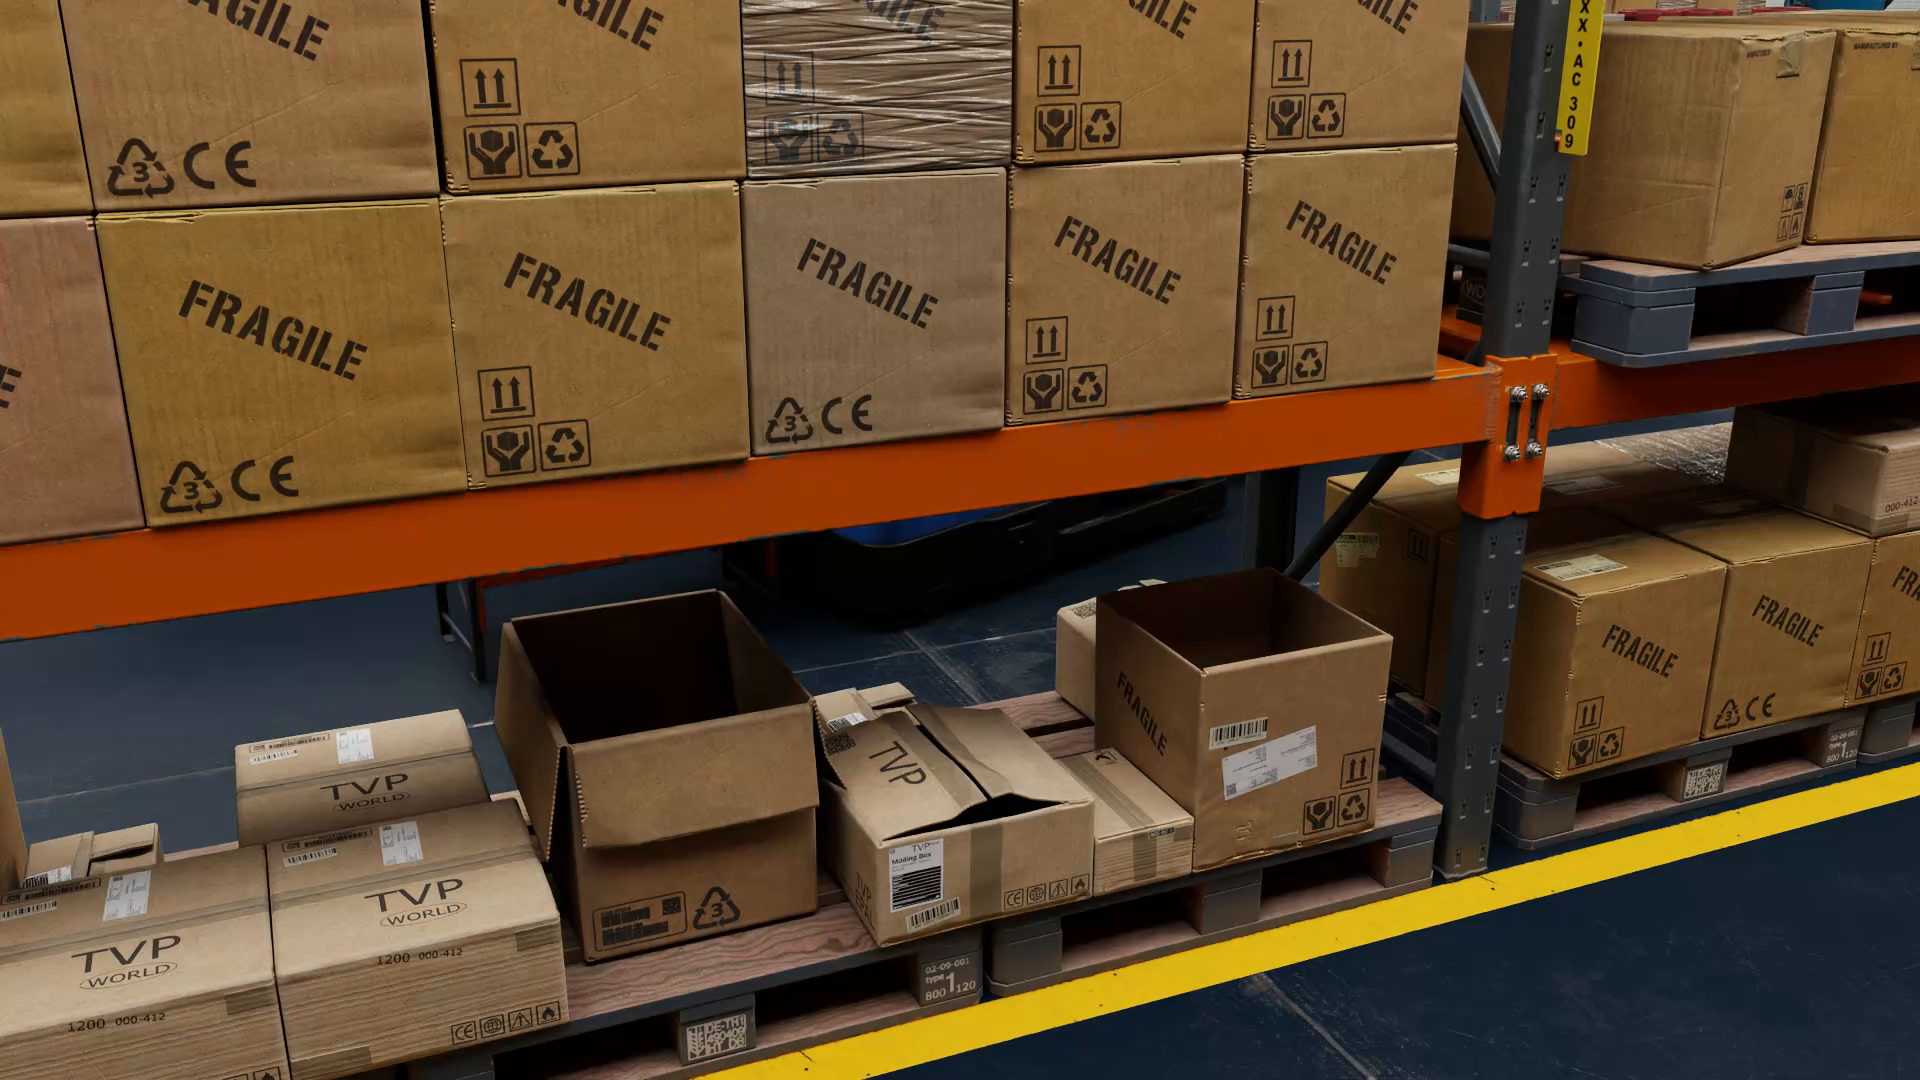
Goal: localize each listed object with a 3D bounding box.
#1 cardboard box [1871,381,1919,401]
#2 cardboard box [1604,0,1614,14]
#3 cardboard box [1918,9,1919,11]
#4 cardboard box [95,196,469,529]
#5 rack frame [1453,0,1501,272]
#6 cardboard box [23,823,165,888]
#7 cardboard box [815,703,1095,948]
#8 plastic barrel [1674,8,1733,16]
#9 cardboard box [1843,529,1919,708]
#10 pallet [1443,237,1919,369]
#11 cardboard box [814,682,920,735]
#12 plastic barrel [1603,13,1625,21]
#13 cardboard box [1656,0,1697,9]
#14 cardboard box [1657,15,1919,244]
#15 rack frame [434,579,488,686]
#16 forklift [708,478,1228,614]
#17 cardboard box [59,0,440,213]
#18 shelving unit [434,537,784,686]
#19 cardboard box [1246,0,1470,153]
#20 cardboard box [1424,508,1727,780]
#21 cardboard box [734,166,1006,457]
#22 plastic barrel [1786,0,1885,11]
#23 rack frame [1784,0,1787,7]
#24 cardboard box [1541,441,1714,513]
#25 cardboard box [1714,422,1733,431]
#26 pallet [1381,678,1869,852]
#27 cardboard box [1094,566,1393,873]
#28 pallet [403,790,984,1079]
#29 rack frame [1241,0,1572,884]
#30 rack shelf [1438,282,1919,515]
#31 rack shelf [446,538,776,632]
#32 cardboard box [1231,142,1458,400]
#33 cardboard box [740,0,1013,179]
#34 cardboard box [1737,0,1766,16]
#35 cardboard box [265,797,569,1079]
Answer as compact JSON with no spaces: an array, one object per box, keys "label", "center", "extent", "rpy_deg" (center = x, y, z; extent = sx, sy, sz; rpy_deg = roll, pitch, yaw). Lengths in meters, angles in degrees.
[{"label":"cardboard box","center":[2.982,-0.295,4.816],"extent":[0.500,0.250,0.500],"rpy_deg":[-9,21,-23]},{"label":"cardboard box","center":[5.818,-5.179,16.117],"extent":[0.500,0.500,0.875],"rpy_deg":[-8,21,-22]},{"label":"cardboard box","center":[3.287,-1.318,4.967],"extent":[0.500,0.500,0.700],"rpy_deg":[-4,20,-12]},{"label":"cardboard box","center":[-1.164,-0.360,2.876],"extent":[0.500,0.500,0.500],"rpy_deg":[-8,21,-22]},{"label":"rack frame","center":[2.777,-2.763,9.854],"extent":[0.127,3.000,1.000],"rpy_deg":[-8,21,-22]},{"label":"cardboard box","center":[-1.801,0.757,3.461],"extent":[0.250,0.166,0.380],"rpy_deg":[-8,21,-22]},{"label":"cardboard box","center":[-0.036,0.595,3.702],"extent":[0.500,0.311,0.500],"rpy_deg":[-8,21,-22]},{"label":"plastic barrel","center":[4.811,-3.198,10.884],"extent":[0.433,0.535,0.433],"rpy_deg":[0,19,0]},{"label":"cardboard box","center":[2.551,0.119,4.769],"extent":[0.500,0.500,0.500],"rpy_deg":[-8,21,-21]},{"label":"pallet","center":[1.840,-0.707,4.304],"extent":[1.213,0.211,1.003],"rpy_deg":[-8,21,-22]},{"label":"cardboard box","center":[-0.198,0.509,4.164],"extent":[0.250,0.166,0.380],"rpy_deg":[-8,21,-22]},{"label":"plastic barrel","center":[4.024,-3.072,10.562],"extent":[0.421,0.512,0.421],"rpy_deg":[0,19,0]},{"label":"cardboard box","center":[6.757,-5.295,16.444],"extent":[0.500,0.500,0.875],"rpy_deg":[-8,21,-22]},{"label":"cardboard box","center":[2.193,-1.075,4.276],"extent":[0.500,0.500,0.700],"rpy_deg":[-5,20,-13]},{"label":"rack frame","center":[-1.624,-0.146,5.243],"extent":[0.032,1.125,0.500],"rpy_deg":[-11,22,-28]},{"label":"forklift","center":[0.446,-1.530,6.454],"extent":[3.031,2.935,1.130],"rpy_deg":[-18,26,-42]},{"label":"cardboard box","center":[-1.160,-0.832,2.712],"extent":[0.500,0.500,0.500],"rpy_deg":[-8,21,-21]},{"label":"shelving unit","center":[-1.185,-0.231,5.484],"extent":[1.048,1.125,0.538],"rpy_deg":[-11,22,-28]},{"label":"cardboard box","center":[0.701,-1.099,3.472],"extent":[0.500,0.500,0.500],"rpy_deg":[-8,21,-22]},{"label":"cardboard box","center":[1.604,0.256,4.379],"extent":[0.500,0.500,0.500],"rpy_deg":[-9,21,-24]},{"label":"cardboard box","center":[-0.238,-0.493,3.254],"extent":[0.500,0.500,0.500],"rpy_deg":[-8,21,-21]},{"label":"plastic barrel","center":[5.975,-3.568,11.383],"extent":[0.708,0.901,0.600],"rpy_deg":[-8,21,-22]},{"label":"rack frame","center":[8.161,-5.326,17.132],"extent":[0.127,3.000,1.000],"rpy_deg":[-8,21,-22]},{"label":"cardboard box","center":[1.860,0.031,5.020],"extent":[0.500,0.500,0.500],"rpy_deg":[-8,21,-22]},{"label":"cardboard box","center":[2.786,-0.103,5.399],"extent":[0.500,0.500,0.500],"rpy_deg":[-9,21,-24]},{"label":"pallet","center":[1.795,0.471,4.867],"extent":[1.213,0.211,1.003],"rpy_deg":[-8,21,-22]},{"label":"cardboard box","center":[0.652,0.407,3.951],"extent":[0.500,0.500,0.500],"rpy_deg":[-8,21,-22]},{"label":"pallet","center":[-0.690,0.841,3.816],"extent":[1.213,0.211,1.003],"rpy_deg":[-8,21,-22]},{"label":"rack frame","center":[1.063,-0.726,4.068],"extent":[0.127,3.000,1.000],"rpy_deg":[-8,21,-22]},{"label":"rack shelf","center":[2.899,-0.650,4.934],"extent":[4.000,0.370,1.077],"rpy_deg":[-8,21,-22]},{"label":"rack shelf","center":[-1.185,0.000,5.566],"extent":[1.000,0.278,0.538],"rpy_deg":[-11,22,-28]},{"label":"cardboard box","center":[0.706,-0.629,3.642],"extent":[0.500,0.500,0.500],"rpy_deg":[-8,21,-21]},{"label":"cardboard box","center":[-0.231,-0.965,3.090],"extent":[0.500,0.500,0.500],"rpy_deg":[-8,21,-21]},{"label":"cardboard box","center":[7.645,-5.450,16.885],"extent":[0.500,0.500,0.875],"rpy_deg":[-8,21,-22]},{"label":"cardboard box","center":[-1.080,0.773,3.288],"extent":[0.500,0.250,0.500],"rpy_deg":[-8,21,-22]}]
